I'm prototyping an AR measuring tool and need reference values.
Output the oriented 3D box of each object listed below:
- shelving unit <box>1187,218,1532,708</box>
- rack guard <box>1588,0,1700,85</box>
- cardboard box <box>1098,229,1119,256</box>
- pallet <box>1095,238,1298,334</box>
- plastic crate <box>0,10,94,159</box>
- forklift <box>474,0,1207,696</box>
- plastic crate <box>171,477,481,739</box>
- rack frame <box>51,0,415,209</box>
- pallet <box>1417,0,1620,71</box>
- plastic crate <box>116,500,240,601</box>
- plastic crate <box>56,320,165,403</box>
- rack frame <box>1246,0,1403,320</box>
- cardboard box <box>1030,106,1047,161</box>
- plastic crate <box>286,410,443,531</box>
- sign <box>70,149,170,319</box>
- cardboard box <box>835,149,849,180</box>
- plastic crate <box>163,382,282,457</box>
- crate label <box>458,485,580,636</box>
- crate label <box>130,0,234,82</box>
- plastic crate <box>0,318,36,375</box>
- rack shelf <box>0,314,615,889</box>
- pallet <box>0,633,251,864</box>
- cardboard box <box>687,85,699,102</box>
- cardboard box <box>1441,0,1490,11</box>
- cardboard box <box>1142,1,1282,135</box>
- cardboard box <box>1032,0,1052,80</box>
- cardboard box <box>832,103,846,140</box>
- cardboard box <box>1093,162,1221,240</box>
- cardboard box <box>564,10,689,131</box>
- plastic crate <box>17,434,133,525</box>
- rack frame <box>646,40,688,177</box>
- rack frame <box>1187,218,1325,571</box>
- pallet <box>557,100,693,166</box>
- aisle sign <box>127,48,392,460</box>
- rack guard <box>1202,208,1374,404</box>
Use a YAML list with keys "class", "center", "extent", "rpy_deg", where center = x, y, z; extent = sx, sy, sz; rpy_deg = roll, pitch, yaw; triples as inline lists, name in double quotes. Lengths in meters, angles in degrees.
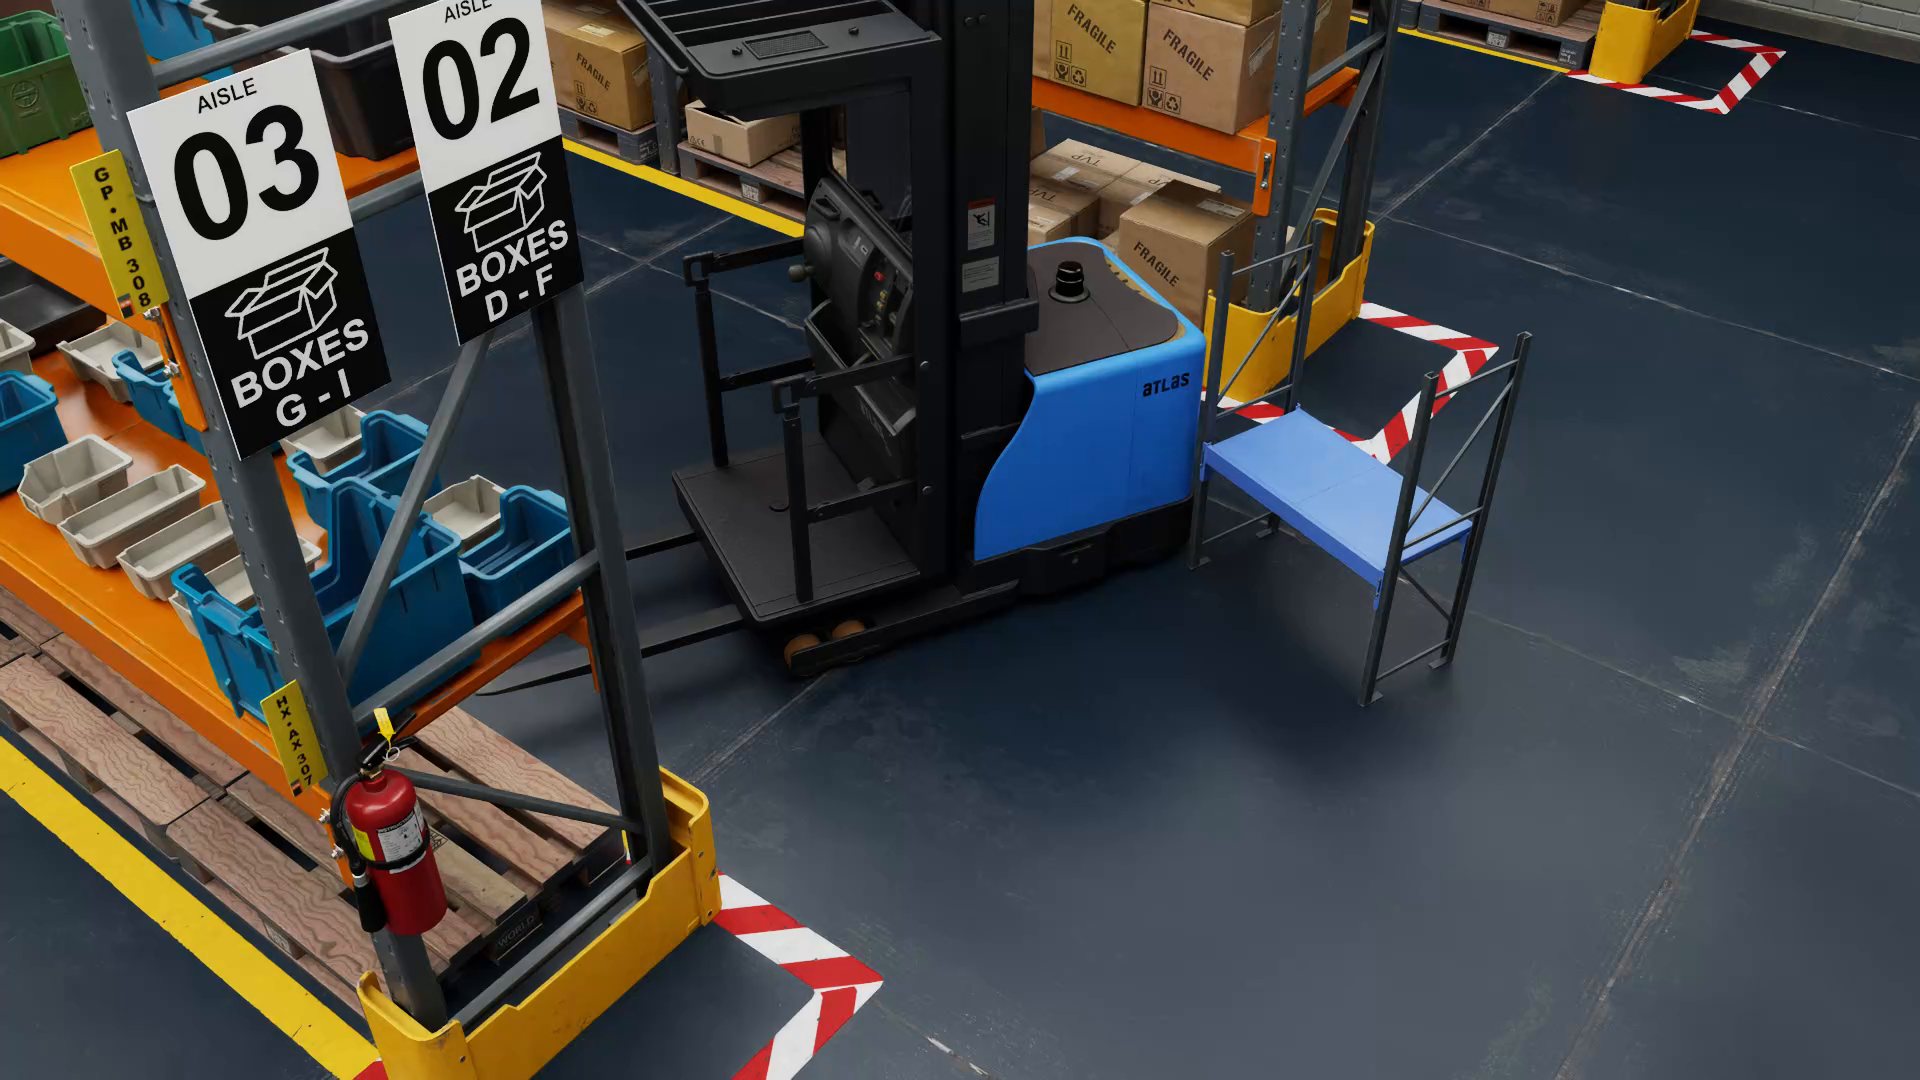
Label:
- class: "shelving unit"
  center: [1.469, -0.295, 6.410]
  extent: [0.538, 1.500, 1.048]
  rpy_deg: [-23, 43, -26]
- class: "rack guard"
  center: [4.736, -3.582, 11.419]
  extent: [0.348, 0.500, 1.175]
  rpy_deg: [25, 45, 29]
- class: "cardboard box"
  center: [0.861, -1.485, 8.654]
  extent: [0.250, 0.166, 0.380]
  rpy_deg: [25, 45, 29]
- class: "pallet"
  center: [1.016, -1.377, 8.837]
  extent: [1.213, 0.211, 1.003]
  rpy_deg: [25, 45, 29]
- class: "plastic crate"
  center: [-2.259, -1.051, 3.898]
  extent: [0.336, 0.188, 0.450]
  rpy_deg: [25, 45, 29]
- class: "forklift"
  center: [-0.567, -0.989, 6.135]
  extent: [3.031, 2.935, 1.130]
  rpy_deg: [-16, 41, -20]
- class: "plastic crate"
  center: [-1.682, 0.204, 4.478]
  extent: [0.499, 0.435, 0.616]
  rpy_deg: [25, 45, 29]
- class: "rack frame"
  center: [-1.302, -2.086, 2.615]
  extent: [0.127, 3.000, 1.000]
  rpy_deg: [25, 45, 29]
- class: "pallet"
  center: [4.034, -3.738, 11.854]
  extent: [1.213, 0.211, 1.003]
  rpy_deg: [25, 45, 29]
- class: "plastic crate"
  center: [-2.281, 0.024, 4.952]
  extent: [0.243, 0.136, 0.396]
  rpy_deg: [25, 45, 29]
- class: "plastic crate"
  center: [-2.914, -0.637, 5.796]
  extent: [0.466, 0.136, 0.293]
  rpy_deg: [25, 45, 29]
- class: "rack frame"
  center: [1.710, -2.148, 7.561]
  extent: [0.127, 3.000, 1.000]
  rpy_deg: [25, 45, 29]
- class: "cardboard box"
  center: [0.028, -2.135, 9.212]
  extent: [0.637, 0.503, 0.797]
  rpy_deg: [25, 45, 29]
- class: "plastic crate"
  center: [-1.821, -0.182, 5.136]
  extent: [0.300, 0.233, 0.416]
  rpy_deg: [25, 45, 29]
- class: "sign"
  center: [-1.624, -0.589, 3.220]
  extent: [0.005, 0.325, 0.100]
  rpy_deg: [25, 45, 29]
- class: "cardboard box"
  center: [-0.572, -2.122, 9.468]
  extent: [0.250, 0.166, 0.380]
  rpy_deg: [25, 45, 29]
- class: "plastic crate"
  center: [-2.344, -0.429, 5.451]
  extent: [0.300, 0.233, 0.416]
  rpy_deg: [25, 45, 29]
- class: "crate label"
  center: [-1.298, 0.065, 4.821]
  extent: [0.303, 0.233, 0.416]
  rpy_deg: [25, 45, 29]
- class: "crate label"
  center: [-1.839, -1.350, 4.229]
  extent: [0.502, 0.251, 0.408]
  rpy_deg: [25, 45, 29]
- class: "plastic crate"
  center: [-3.379, -0.537, 5.550]
  extent: [0.530, 0.282, 0.437]
  rpy_deg: [25, 45, 29]
- class: "rack shelf"
  center: [-2.891, -0.190, 5.643]
  extent: [4.000, 0.370, 1.077]
  rpy_deg: [25, 45, 29]
- class: "pallet"
  center: [-2.899, 0.589, 6.327]
  extent: [1.213, 0.211, 1.003]
  rpy_deg: [25, 45, 29]
- class: "cardboard box"
  center: [-1.703, -3.136, 10.493]
  extent: [0.500, 0.500, 0.500]
  rpy_deg: [23, 44, 27]
- class: "cardboard box"
  center: [3.702, -4.157, 11.813]
  extent: [0.500, 0.500, 0.700]
  rpy_deg: [25, 45, 28]
- class: "cardboard box"
  center: [1.189, -2.222, 7.574]
  extent: [0.500, 0.500, 0.500]
  rpy_deg: [27, 45, 30]
- class: "cardboard box"
  center: [0.382, -2.604, 8.062]
  extent: [0.500, 0.500, 0.500]
  rpy_deg: [26, 45, 29]
- class: "cardboard box"
  center: [-0.842, -2.761, 10.014]
  extent: [0.500, 0.500, 0.500]
  rpy_deg: [25, 45, 29]
- class: "cardboard box"
  center: [1.053, -1.769, 8.949]
  extent: [0.500, 0.250, 0.500]
  rpy_deg: [25, 45, 29]
- class: "cardboard box"
  center: [-2.033, -2.880, 10.166]
  extent: [0.500, 0.500, 0.500]
  rpy_deg: [25, 44, 28]
- class: "plastic crate"
  center: [-2.764, -0.170, 5.200]
  extent: [0.250, 0.136, 0.298]
  rpy_deg: [25, 45, 29]
- class: "rack frame"
  center: [-1.467, -3.646, 9.474]
  extent: [0.127, 3.000, 1.000]
  rpy_deg: [25, 45, 29]
- class: "rack frame"
  center: [1.184, -0.554, 6.741]
  extent: [0.500, 1.500, 0.032]
  rpy_deg: [-23, 43, -26]
- class: "pallet"
  center: [-2.136, -2.834, 10.699]
  extent: [1.213, 0.211, 1.003]
  rpy_deg: [25, 45, 29]
- class: "aisle sign"
  center: [-1.423, -0.577, 3.445]
  extent: [0.004, 0.787, 0.394]
  rpy_deg: [25, 45, 29]
- class: "rack guard"
  center: [1.650, -1.192, 8.367]
  extent: [0.348, 0.500, 1.175]
  rpy_deg: [25, 45, 29]
